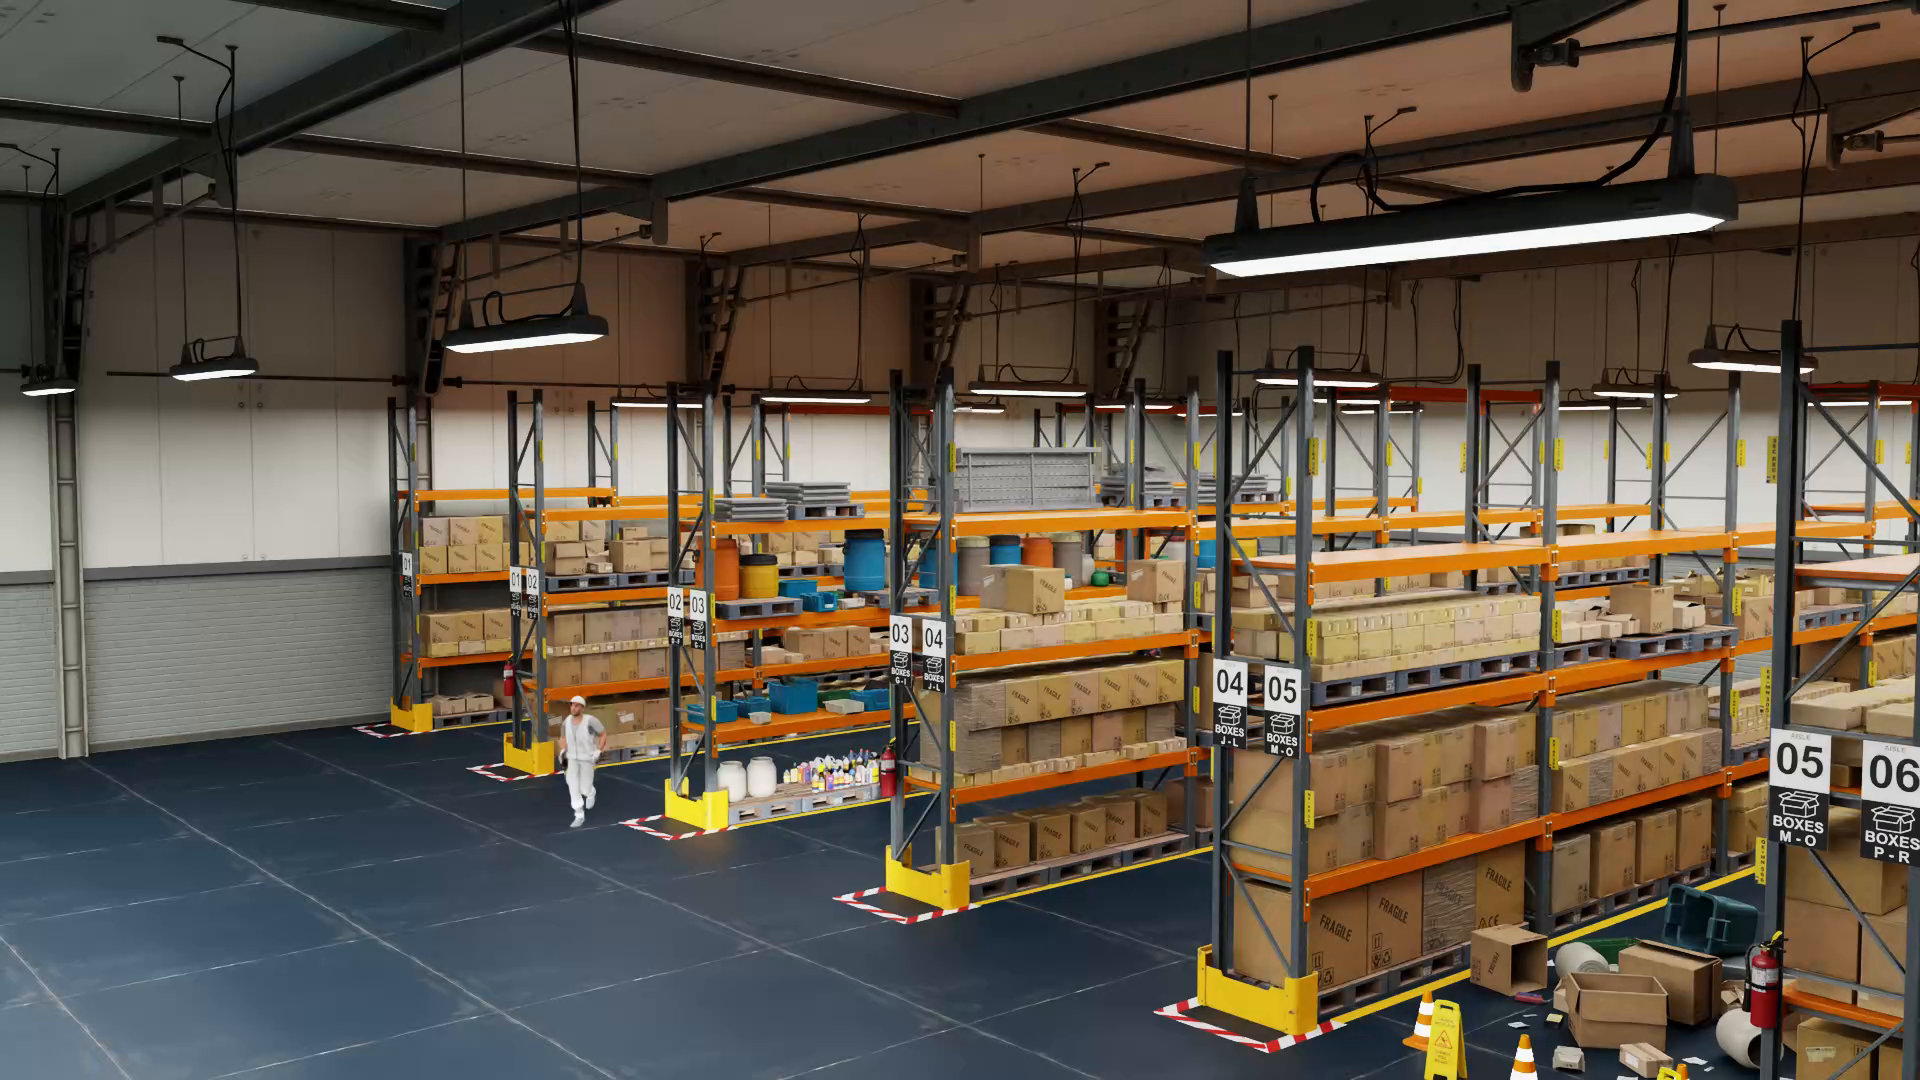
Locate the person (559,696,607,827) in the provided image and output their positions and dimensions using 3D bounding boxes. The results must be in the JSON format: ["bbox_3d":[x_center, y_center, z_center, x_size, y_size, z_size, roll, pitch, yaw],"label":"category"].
[{"bbox_3d":[-5.125,2.979,22.599,0.642,1.765,0.676,1,3,11],"label":"person"}]

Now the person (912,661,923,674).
[{"bbox_3d":[-0.553,2.434,27.673,0.698,1.795,0.633,3,4,41],"label":"person"}]

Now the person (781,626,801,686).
[{"bbox_3d":[-3.220,2.219,31.812,0.513,1.662,0.555,-2,4,-34],"label":"person"}]
